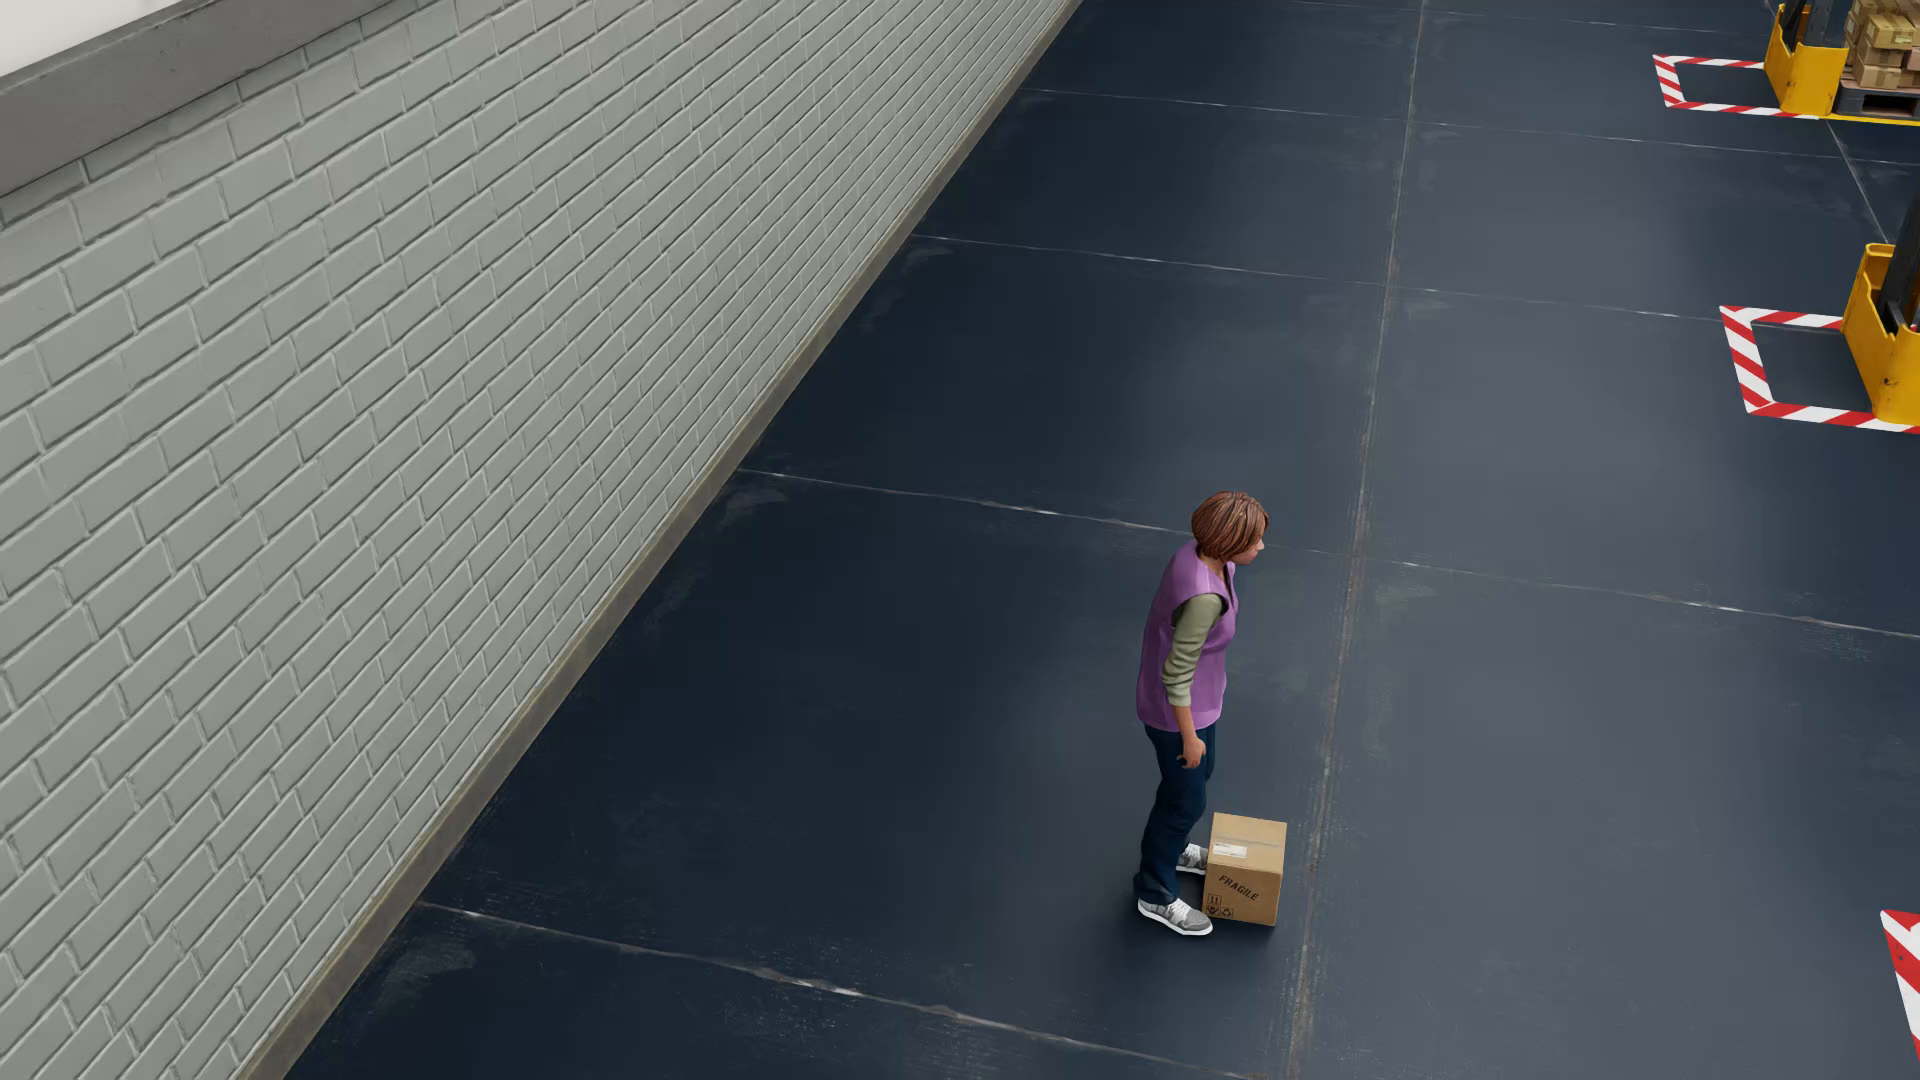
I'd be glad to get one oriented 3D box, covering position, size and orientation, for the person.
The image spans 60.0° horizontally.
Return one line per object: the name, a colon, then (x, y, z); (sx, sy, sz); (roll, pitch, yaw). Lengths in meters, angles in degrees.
person: (0.895, 2.650, 0.652); (3.125, 3.194, 10.252); (8, 34, 12)
